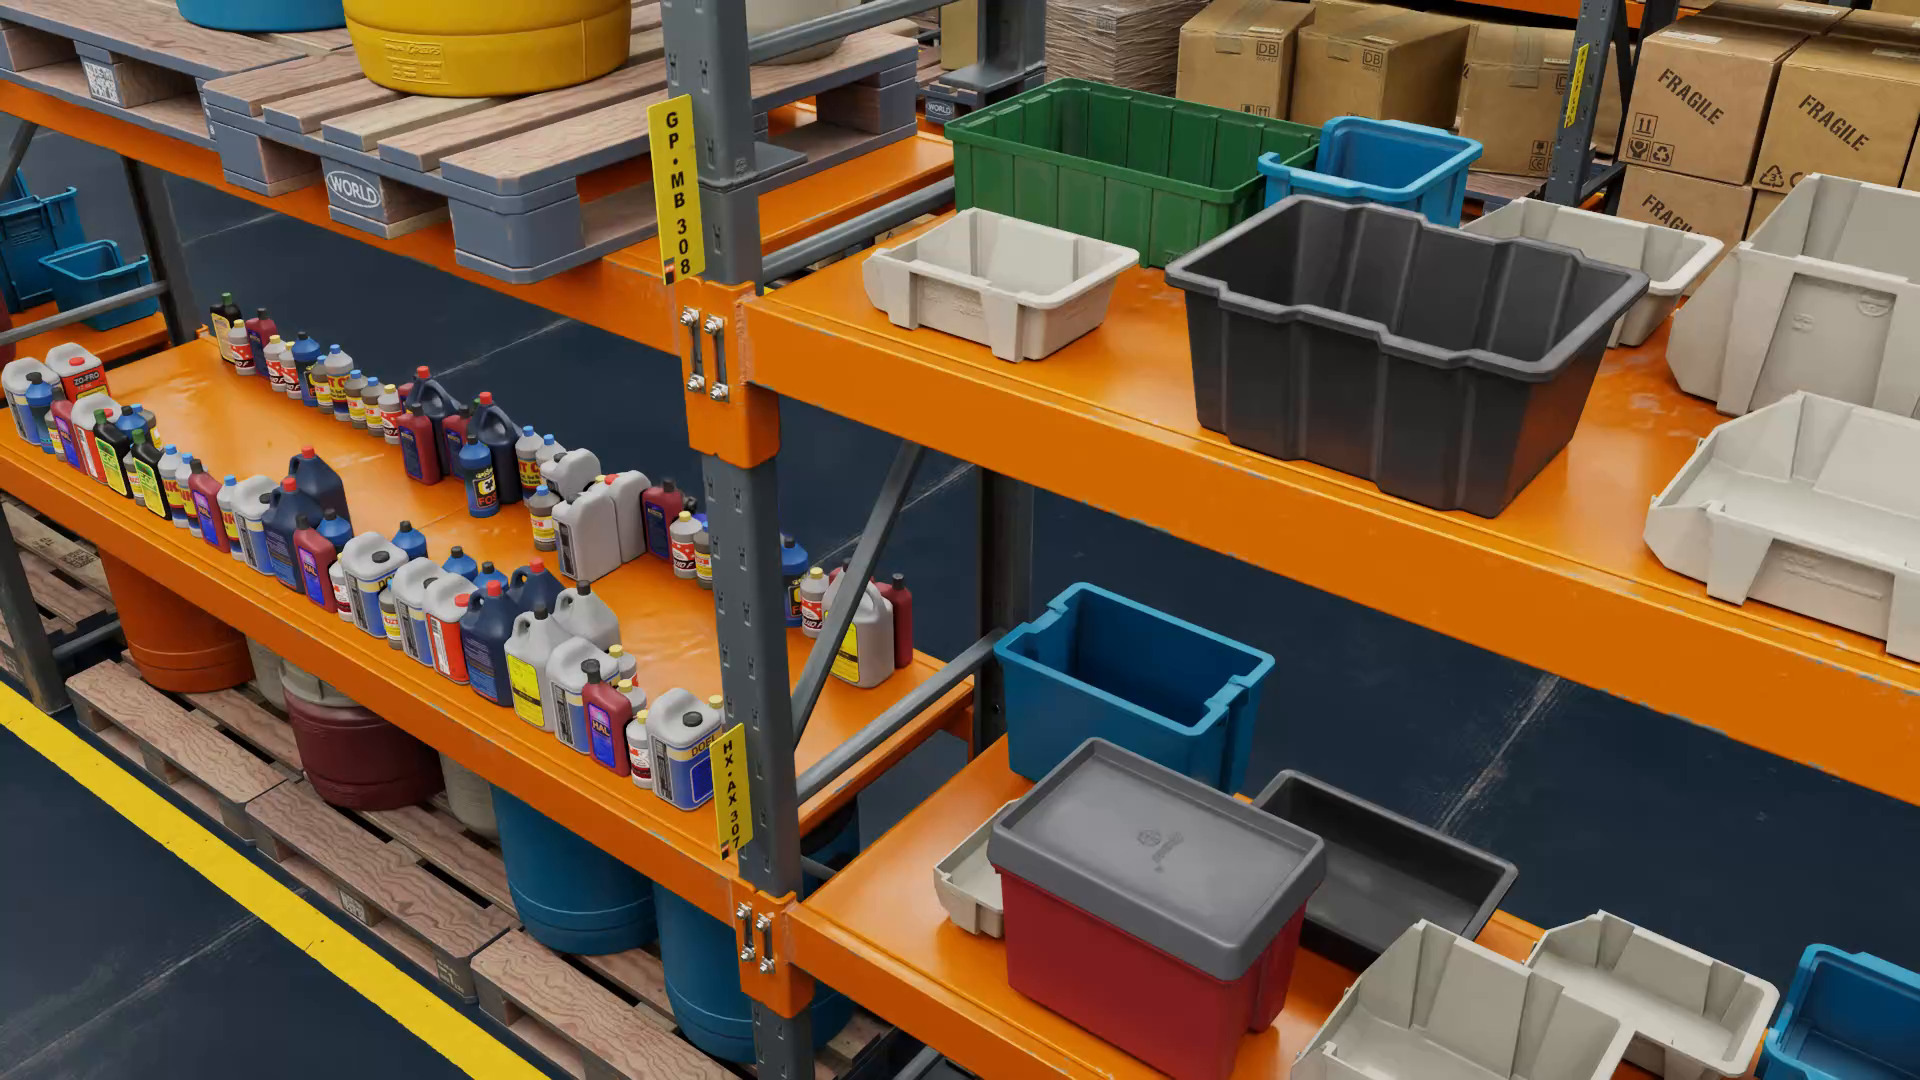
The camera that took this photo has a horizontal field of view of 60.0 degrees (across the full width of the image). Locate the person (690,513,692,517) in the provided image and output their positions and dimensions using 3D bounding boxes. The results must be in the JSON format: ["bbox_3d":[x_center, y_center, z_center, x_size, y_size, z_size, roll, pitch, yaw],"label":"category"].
[{"bbox_3d":[-0.871,0.287,6.554,0.813,0.813,0.474,21,37,31],"label":"person"}]
